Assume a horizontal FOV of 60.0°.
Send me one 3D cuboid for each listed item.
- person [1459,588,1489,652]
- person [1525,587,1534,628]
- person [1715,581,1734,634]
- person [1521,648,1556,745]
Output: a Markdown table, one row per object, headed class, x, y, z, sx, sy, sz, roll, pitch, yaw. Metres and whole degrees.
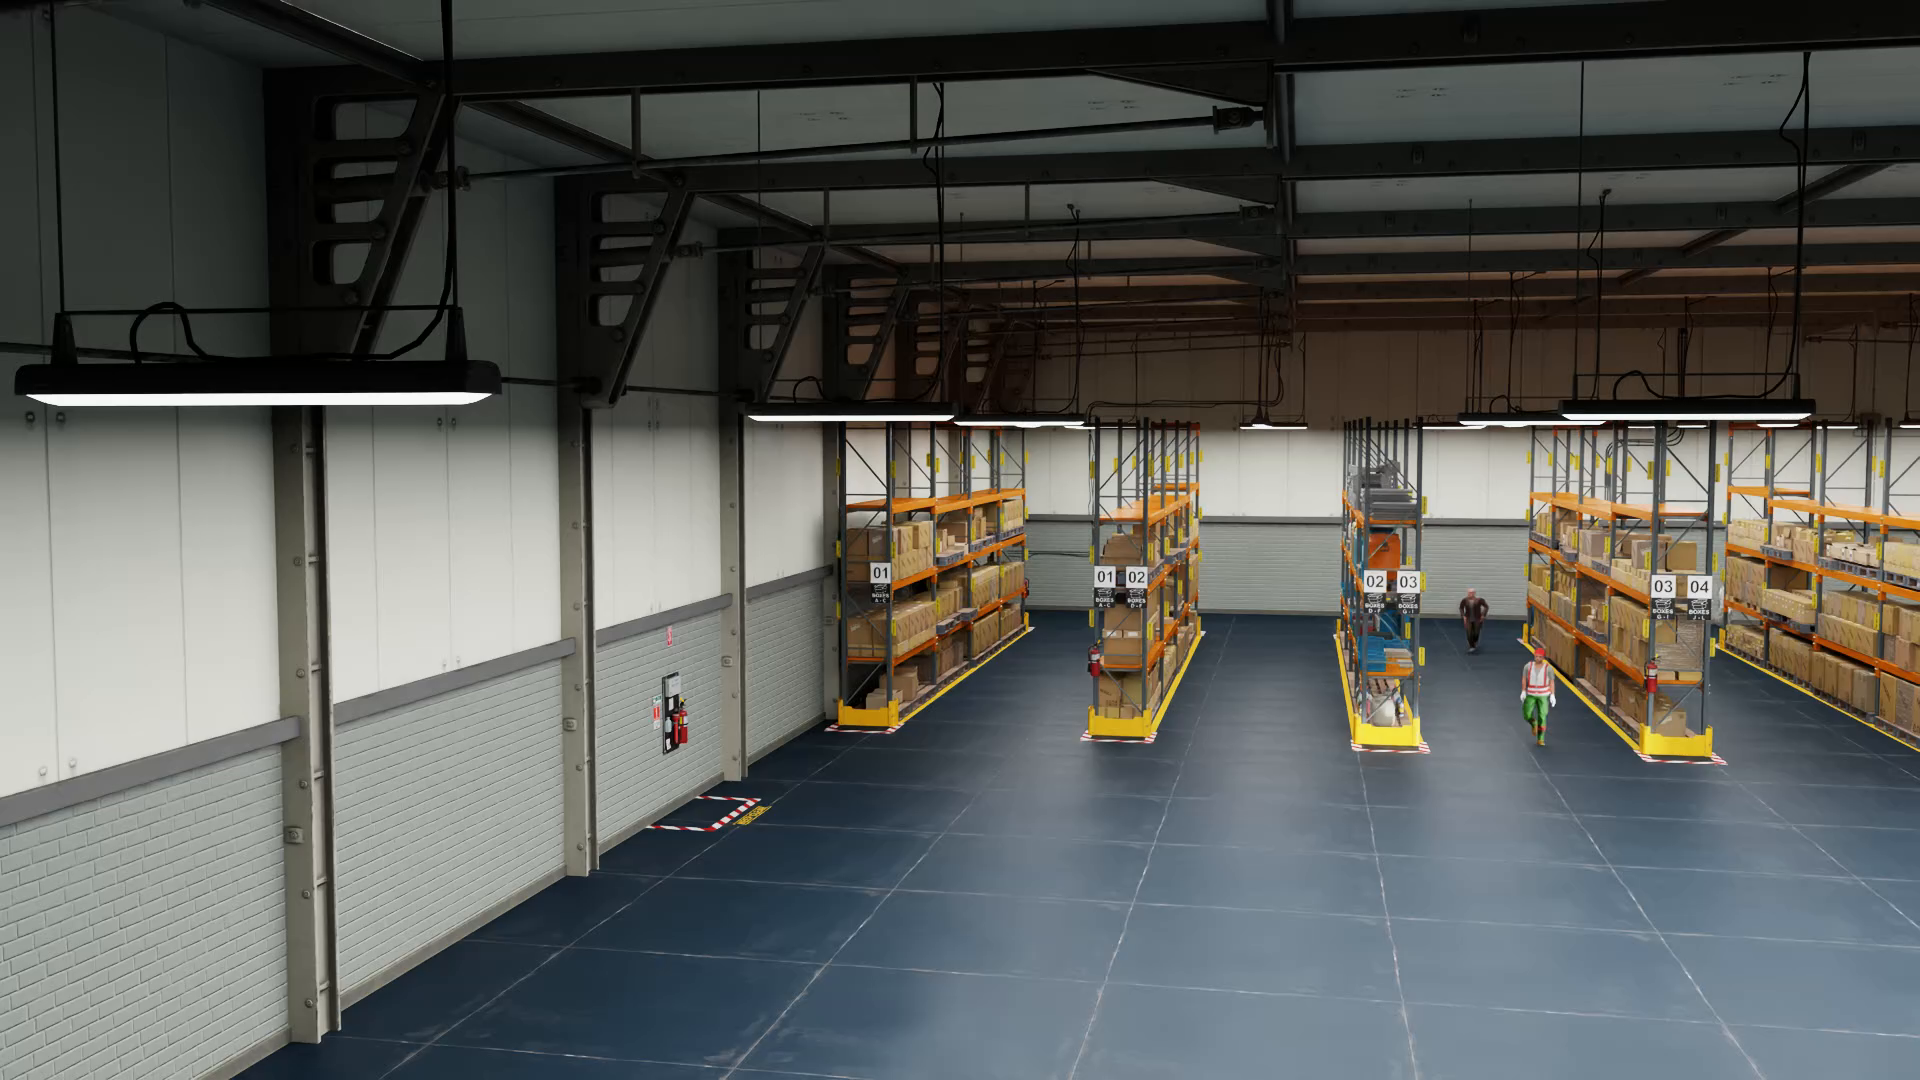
| class | x | y | z | sx | sy | sz | roll | pitch | yaw |
| --- | --- | --- | --- | --- | --- | --- | --- | --- | --- |
| person | 13.383 | 2.082 | 43.306 | 0.750 | 1.684 | 0.636 | 1 | 4 | 19 |
| person | 16.573 | 1.815 | 47.942 | 0.433 | 1.543 | 0.921 | 0 | 4 | -5 |
| person | 20.880 | 1.887 | 45.326 | 0.453 | 1.799 | 0.567 | 0 | 4 | -7 |
| person | 10.634 | 2.847 | 30.532 | 0.627 | 1.777 | 0.587 | 2 | 4 | 30 |
